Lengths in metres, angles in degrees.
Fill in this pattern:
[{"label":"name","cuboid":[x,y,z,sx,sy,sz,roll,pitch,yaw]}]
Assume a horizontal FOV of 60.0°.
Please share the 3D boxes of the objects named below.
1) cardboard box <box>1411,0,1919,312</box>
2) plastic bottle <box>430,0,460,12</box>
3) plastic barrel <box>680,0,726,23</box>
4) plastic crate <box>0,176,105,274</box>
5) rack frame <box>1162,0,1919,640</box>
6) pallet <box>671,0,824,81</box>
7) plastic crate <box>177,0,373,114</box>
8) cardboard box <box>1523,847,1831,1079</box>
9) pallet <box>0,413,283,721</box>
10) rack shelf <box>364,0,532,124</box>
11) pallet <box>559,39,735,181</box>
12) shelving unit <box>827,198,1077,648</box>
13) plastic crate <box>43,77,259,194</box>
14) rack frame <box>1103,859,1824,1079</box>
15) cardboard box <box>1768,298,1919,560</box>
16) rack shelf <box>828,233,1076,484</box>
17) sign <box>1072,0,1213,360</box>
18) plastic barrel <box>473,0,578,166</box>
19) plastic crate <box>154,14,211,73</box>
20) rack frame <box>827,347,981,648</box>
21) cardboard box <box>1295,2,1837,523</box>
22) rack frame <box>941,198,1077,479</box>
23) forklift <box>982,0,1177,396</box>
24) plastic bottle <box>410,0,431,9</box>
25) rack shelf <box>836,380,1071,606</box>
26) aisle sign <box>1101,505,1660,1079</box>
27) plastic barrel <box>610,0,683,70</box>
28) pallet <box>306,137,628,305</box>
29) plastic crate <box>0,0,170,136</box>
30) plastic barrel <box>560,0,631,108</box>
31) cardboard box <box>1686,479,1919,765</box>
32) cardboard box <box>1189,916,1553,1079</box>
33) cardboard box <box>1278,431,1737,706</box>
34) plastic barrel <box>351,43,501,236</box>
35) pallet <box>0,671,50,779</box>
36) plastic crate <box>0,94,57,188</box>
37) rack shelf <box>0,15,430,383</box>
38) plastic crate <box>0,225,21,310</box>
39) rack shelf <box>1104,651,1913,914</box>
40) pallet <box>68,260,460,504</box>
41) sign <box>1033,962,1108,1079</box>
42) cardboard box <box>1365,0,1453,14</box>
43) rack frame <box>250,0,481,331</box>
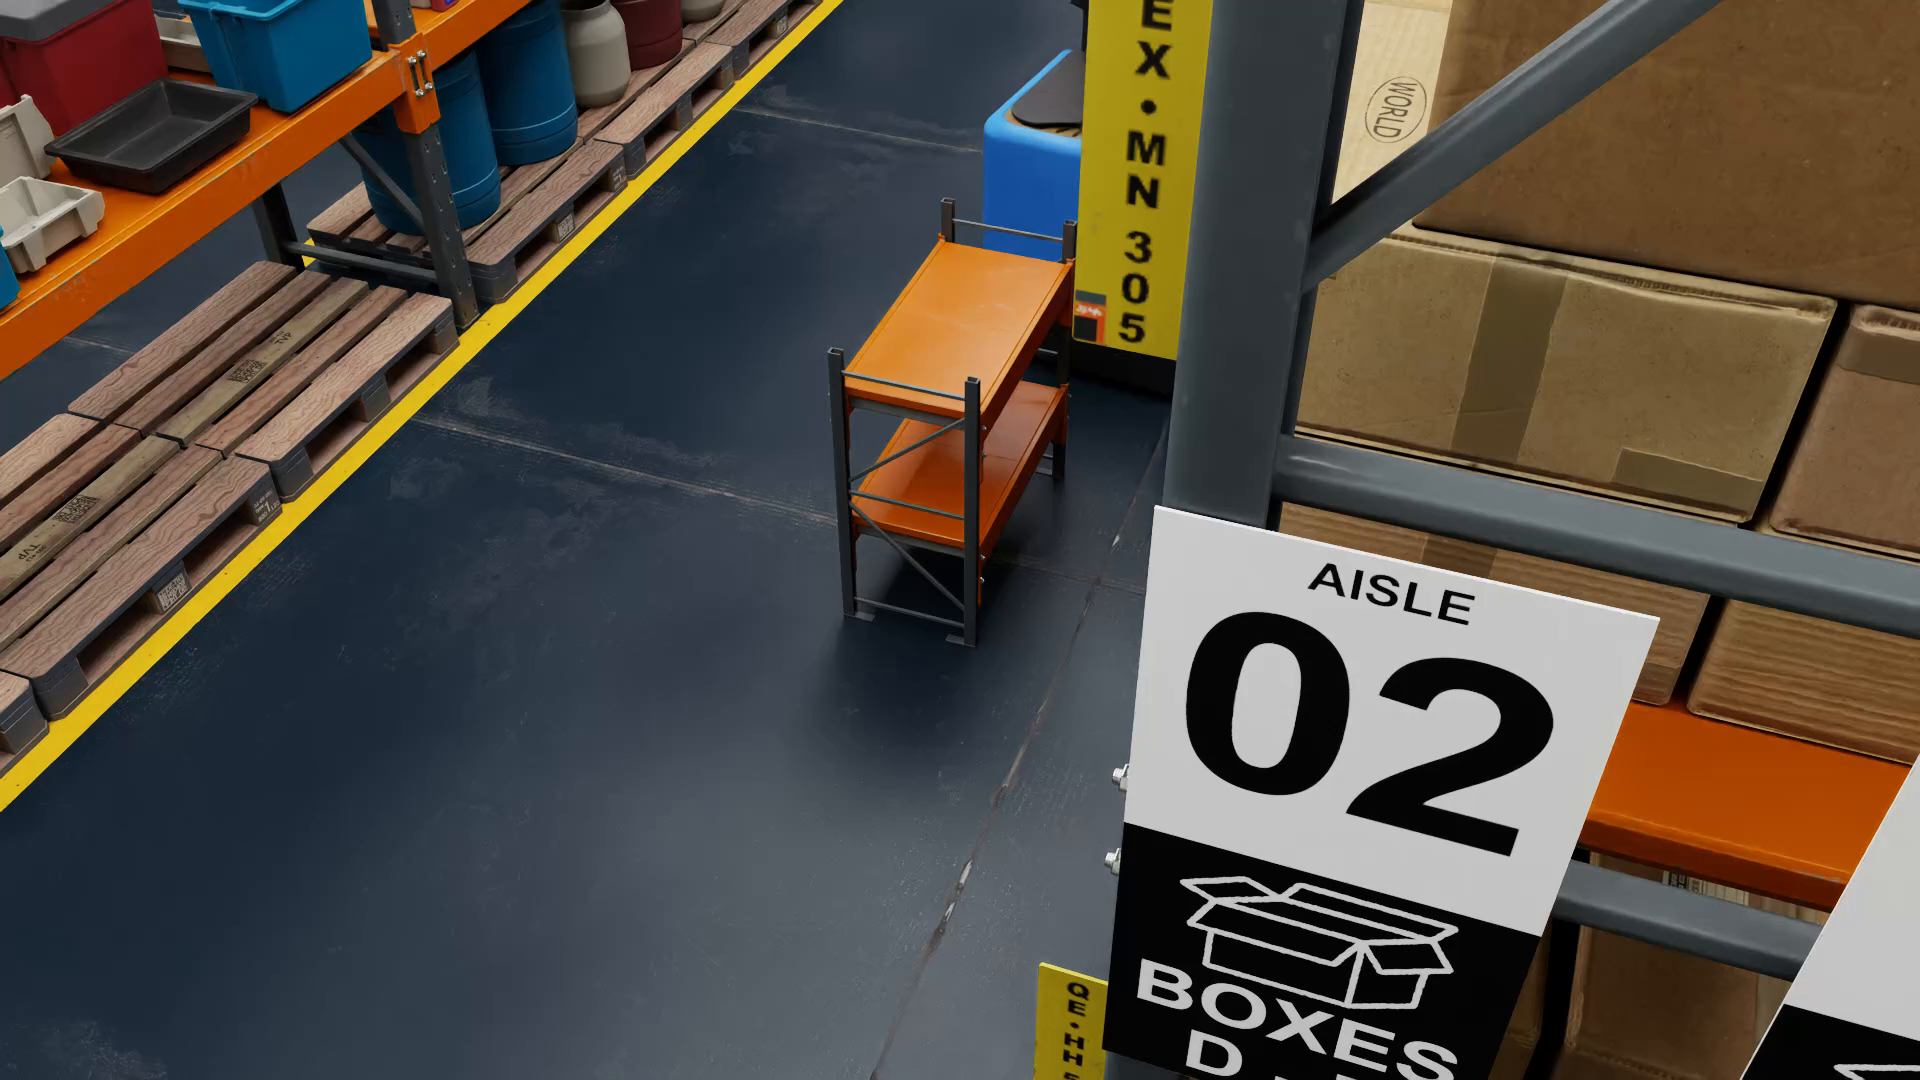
[{"label":"cardboard box","cuboid":[0.816,-0.545,1.419,0.700,0.500,0.500,13,42,15]},{"label":"plastic bottle","cuboid":[-2.103,-2.295,6.718,0.061,0.283,0.133,13,42,15]},{"label":"plastic barrel","cuboid":[-1.522,-3.197,9.279,0.421,0.512,0.421,0,40,0]},{"label":"plastic crate","cuboid":[-2.943,-1.004,5.272,0.293,0.136,0.466,13,42,15]},{"label":"rack frame","cuboid":[0.656,-0.951,0.431,1.000,3.000,0.127,13,42,15]},{"label":"pallet","cuboid":[-1.492,-3.099,9.719,1.003,0.211,1.213,13,42,15]},{"label":"plastic crate","cuboid":[-2.469,-1.866,6.093,0.392,0.384,0.575,13,42,15]},{"label":"cardboard box","cuboid":[1.055,0.701,2.270,0.500,0.500,0.500,15,43,16]},{"label":"pallet","cuboid":[-3.260,0.055,6.023,1.003,0.211,1.213,13,42,15]},{"label":"rack shelf","cuboid":[-1.946,-3.156,8.193,1.077,0.370,4.000,13,42,15]},{"label":"pallet","cuboid":[-1.911,-2.357,8.850,1.003,0.211,1.213,13,42,15]},{"label":"shelving unit","cuboid":[-0.002,-0.424,5.880,0.538,1.125,1.048,13,42,15]},{"label":"plastic crate","cuboid":[-2.760,-1.386,5.729,0.437,0.125,0.590,13,42,15]},{"label":"rack frame","cuboid":[0.656,1.331,2.378,1.000,3.000,0.127,13,42,15]},{"label":"cardboard box","cuboid":[1.076,-0.199,1.591,0.500,0.250,0.500,13,42,15]},{"label":"rack shelf","cuboid":[-0.002,-0.646,5.690,0.538,0.278,1.000,13,42,15]},{"label":"sign","cuboid":[0.141,-0.282,1.276,0.100,0.325,0.005,13,42,15]},{"label":"plastic barrel","cuboid":[-2.186,-2.331,7.965,0.600,0.901,0.708,13,42,15]},{"label":"plastic crate","cuboid":[-2.923,-1.880,6.300,0.396,0.136,0.243,13,42,15]},{"label":"rack frame","cuboid":[-0.176,-0.114,5.517,0.500,1.125,0.032,13,42,15]},{"label":"cardboard box","cuboid":[0.592,-0.313,1.725,0.500,0.250,0.500,13,42,15]},{"label":"rack frame","cuboid":[0.172,-0.734,6.243,0.500,1.125,0.032,13,42,15]},{"label":"forklift","cuboid":[1.203,-2.646,7.093,1.130,2.935,3.031,19,44,20]},{"label":"plastic bottle","cuboid":[-2.191,-2.359,6.742,0.144,0.351,0.185,13,42,15]},{"label":"rack shelf","cuboid":[-0.002,-0.238,6.039,0.538,0.278,1.000,13,42,15]},{"label":"aisle sign","cuboid":[0.345,0.316,1.566,0.394,0.787,0.004,13,42,15]},{"label":"plastic barrel","cuboid":[-1.799,-2.901,8.874,0.600,0.588,0.708,13,42,15]},{"label":"pallet","cuboid":[-2.327,-1.611,7.975,1.003,0.211,1.213,13,42,15]},{"label":"plastic crate","cuboid":[-3.171,-1.768,5.916,0.402,0.464,0.583,13,42,15]},{"label":"plastic barrel","cuboid":[-1.908,-2.508,8.472,0.421,0.512,0.421,0,40,0]},{"label":"cardboard box","cuboid":[1.071,-0.010,1.755,0.500,0.250,0.500,13,42,15]},{"label":"cardboard box","cuboid":[0.550,0.580,2.411,0.500,0.500,0.500,13,42,15]},{"label":"cardboard box","cuboid":[0.584,-0.125,1.889,0.500,0.250,0.500,13,42,15]},{"label":"plastic barrel","cuboid":[-2.428,-1.900,7.459,0.600,0.901,0.708,13,42,15]},{"label":"pallet","cuboid":[-3.679,0.796,5.154,1.003,0.211,1.213,13,42,15]},{"label":"plastic crate","cuboid":[-3.325,-1.297,5.505,0.437,0.282,0.530,13,42,15]},{"label":"rack shelf","cuboid":[-3.314,-0.717,5.333,1.077,0.370,4.000,13,42,15]},{"label":"plastic crate","cuboid":[-3.051,-0.793,4.951,0.416,0.233,0.300,13,42,15]},{"label":"rack shelf","cuboid":[1.340,-0.756,3.068,1.077,0.370,4.000,13,42,15]},{"label":"pallet","cuboid":[-2.845,-0.692,6.899,1.003,0.211,1.213,13,42,15]},{"label":"sign","cuboid":[0.141,0.635,2.059,0.100,0.325,0.005,13,42,15]},{"label":"cardboard box","cuboid":[0.763,-0.618,2.082,0.500,0.250,0.500,13,42,15]},{"label":"rack frame","cuboid":[-2.630,-2.210,6.529,1.000,3.000,0.127,13,42,15]}]
